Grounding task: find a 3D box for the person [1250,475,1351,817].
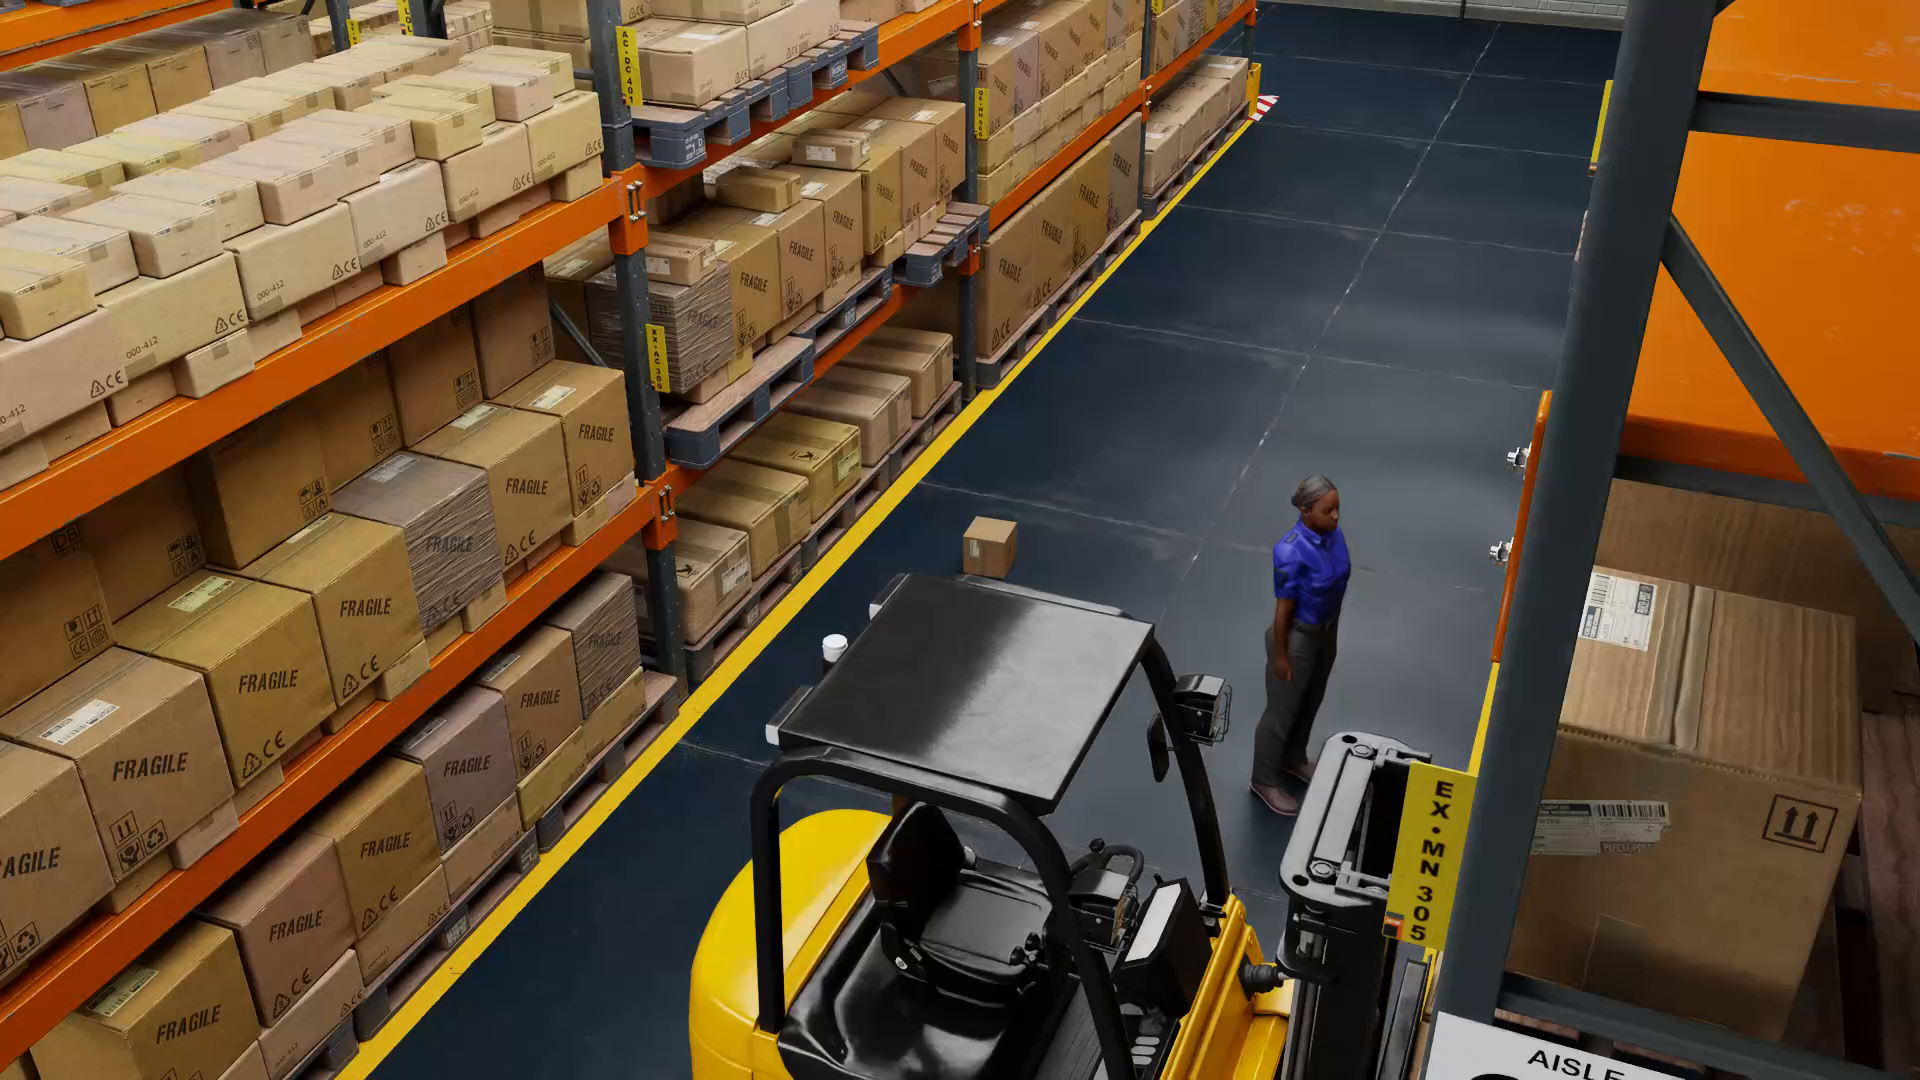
[{"bbox_3d":[1.581,0.462,7.586,0.323,1.663,0.443,24,38,36],"label":"person"}]
